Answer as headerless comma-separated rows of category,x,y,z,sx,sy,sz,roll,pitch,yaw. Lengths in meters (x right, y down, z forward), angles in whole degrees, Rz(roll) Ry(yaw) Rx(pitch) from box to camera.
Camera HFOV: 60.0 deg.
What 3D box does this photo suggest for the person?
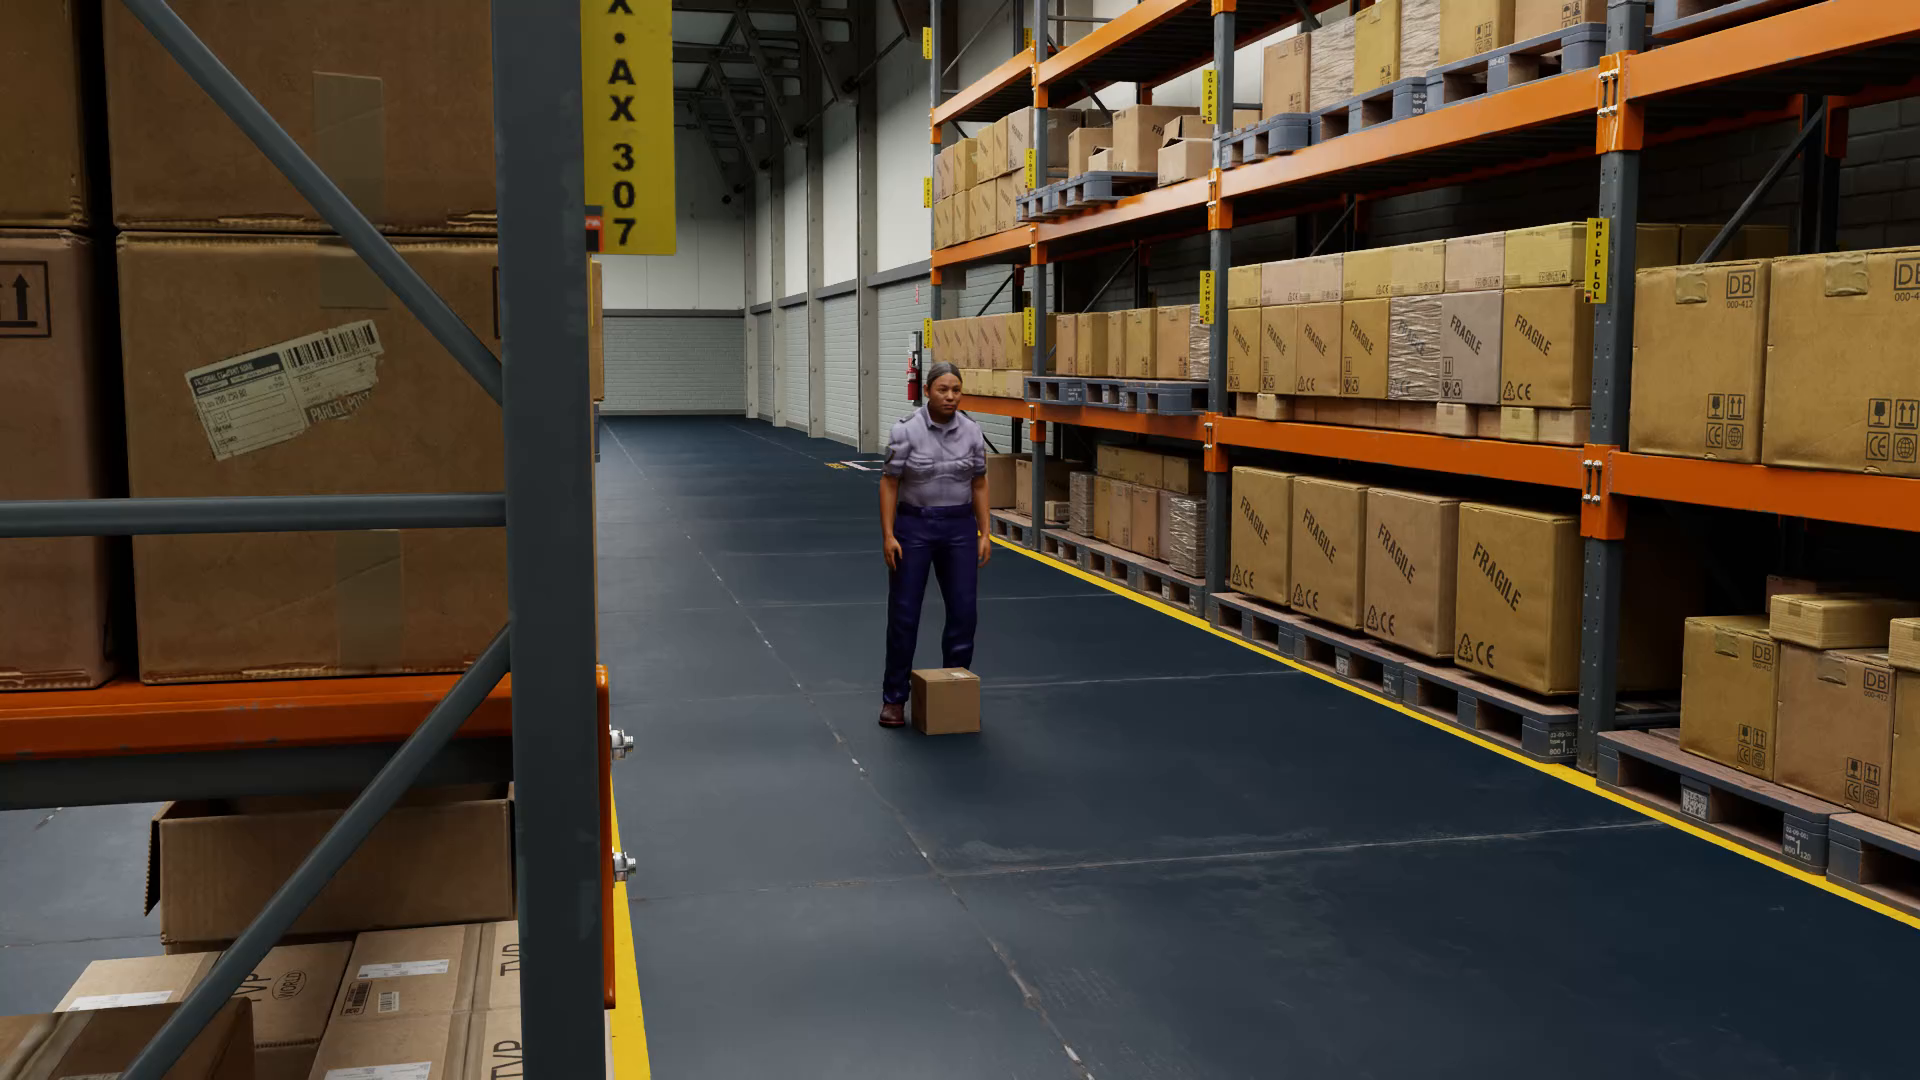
person,-0.119,0.009,7.637,0.561,1.652,0.422,-2,7,-17
